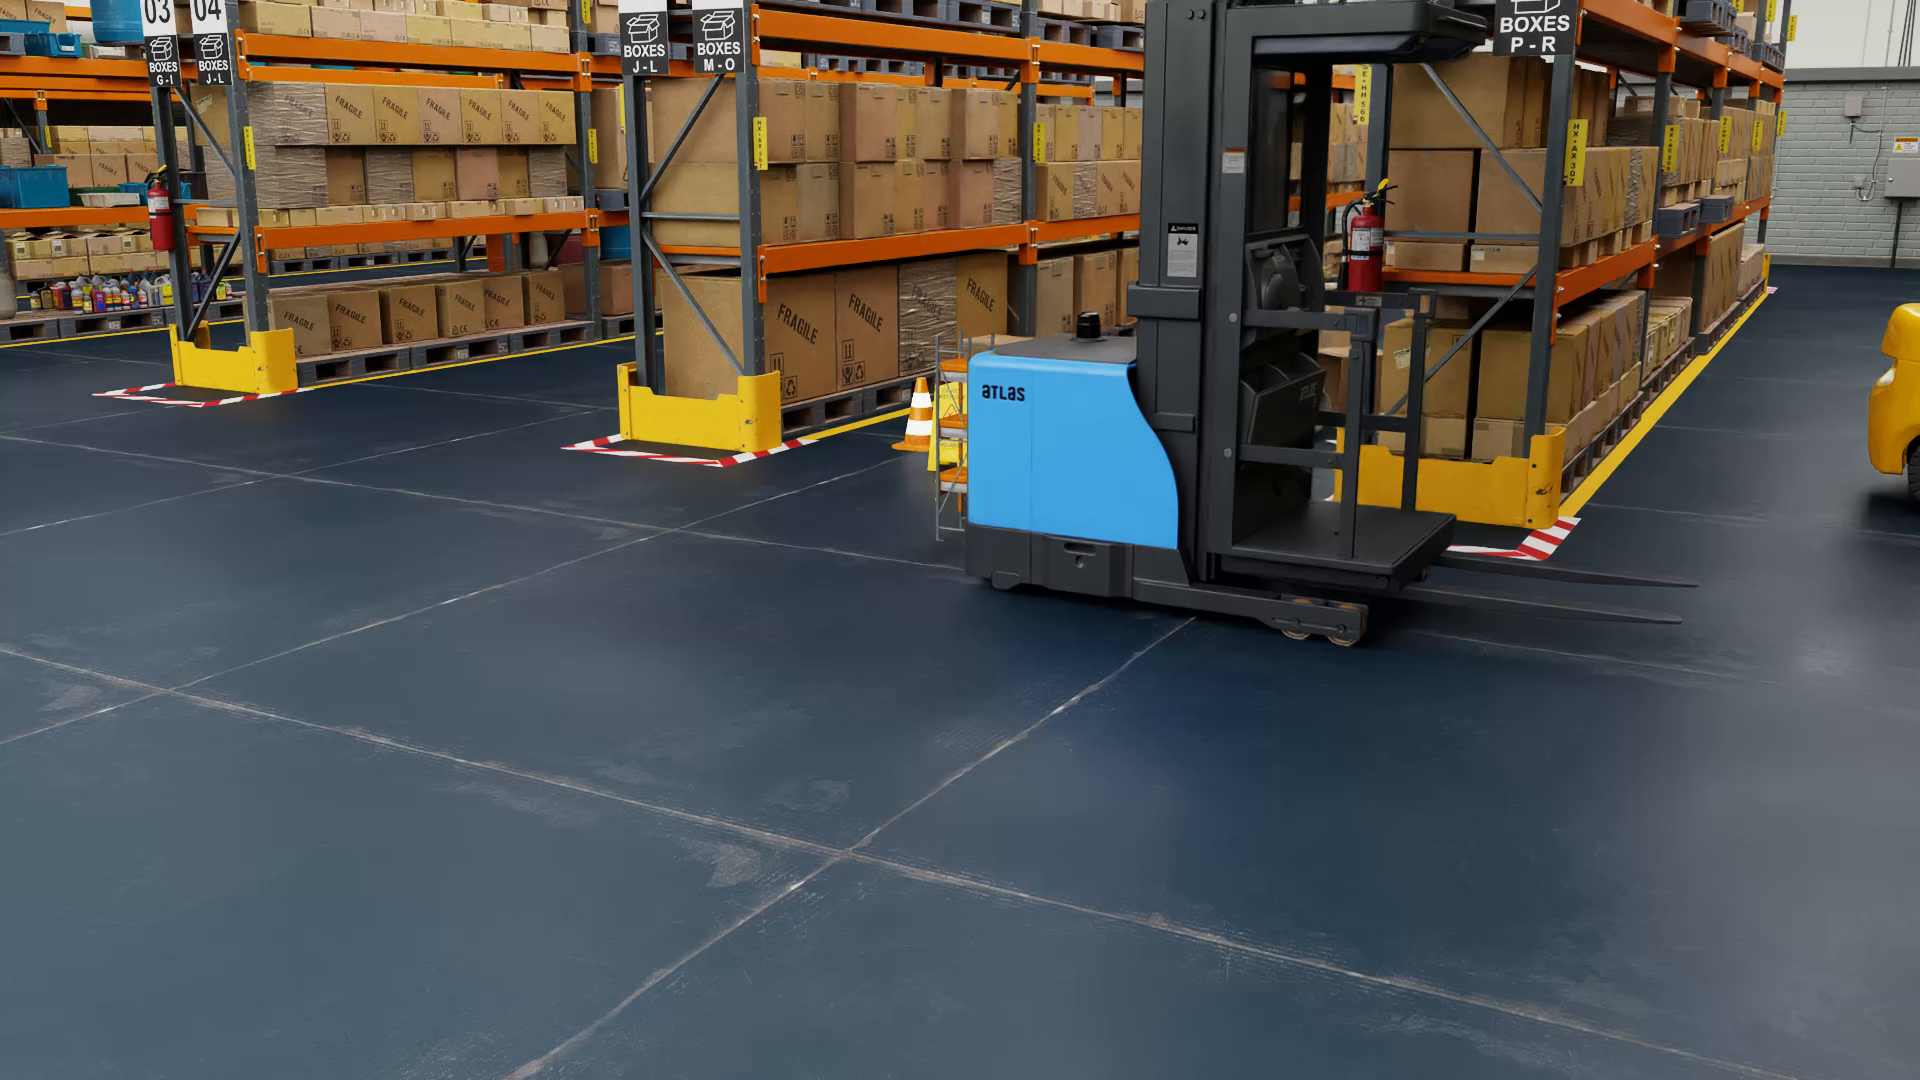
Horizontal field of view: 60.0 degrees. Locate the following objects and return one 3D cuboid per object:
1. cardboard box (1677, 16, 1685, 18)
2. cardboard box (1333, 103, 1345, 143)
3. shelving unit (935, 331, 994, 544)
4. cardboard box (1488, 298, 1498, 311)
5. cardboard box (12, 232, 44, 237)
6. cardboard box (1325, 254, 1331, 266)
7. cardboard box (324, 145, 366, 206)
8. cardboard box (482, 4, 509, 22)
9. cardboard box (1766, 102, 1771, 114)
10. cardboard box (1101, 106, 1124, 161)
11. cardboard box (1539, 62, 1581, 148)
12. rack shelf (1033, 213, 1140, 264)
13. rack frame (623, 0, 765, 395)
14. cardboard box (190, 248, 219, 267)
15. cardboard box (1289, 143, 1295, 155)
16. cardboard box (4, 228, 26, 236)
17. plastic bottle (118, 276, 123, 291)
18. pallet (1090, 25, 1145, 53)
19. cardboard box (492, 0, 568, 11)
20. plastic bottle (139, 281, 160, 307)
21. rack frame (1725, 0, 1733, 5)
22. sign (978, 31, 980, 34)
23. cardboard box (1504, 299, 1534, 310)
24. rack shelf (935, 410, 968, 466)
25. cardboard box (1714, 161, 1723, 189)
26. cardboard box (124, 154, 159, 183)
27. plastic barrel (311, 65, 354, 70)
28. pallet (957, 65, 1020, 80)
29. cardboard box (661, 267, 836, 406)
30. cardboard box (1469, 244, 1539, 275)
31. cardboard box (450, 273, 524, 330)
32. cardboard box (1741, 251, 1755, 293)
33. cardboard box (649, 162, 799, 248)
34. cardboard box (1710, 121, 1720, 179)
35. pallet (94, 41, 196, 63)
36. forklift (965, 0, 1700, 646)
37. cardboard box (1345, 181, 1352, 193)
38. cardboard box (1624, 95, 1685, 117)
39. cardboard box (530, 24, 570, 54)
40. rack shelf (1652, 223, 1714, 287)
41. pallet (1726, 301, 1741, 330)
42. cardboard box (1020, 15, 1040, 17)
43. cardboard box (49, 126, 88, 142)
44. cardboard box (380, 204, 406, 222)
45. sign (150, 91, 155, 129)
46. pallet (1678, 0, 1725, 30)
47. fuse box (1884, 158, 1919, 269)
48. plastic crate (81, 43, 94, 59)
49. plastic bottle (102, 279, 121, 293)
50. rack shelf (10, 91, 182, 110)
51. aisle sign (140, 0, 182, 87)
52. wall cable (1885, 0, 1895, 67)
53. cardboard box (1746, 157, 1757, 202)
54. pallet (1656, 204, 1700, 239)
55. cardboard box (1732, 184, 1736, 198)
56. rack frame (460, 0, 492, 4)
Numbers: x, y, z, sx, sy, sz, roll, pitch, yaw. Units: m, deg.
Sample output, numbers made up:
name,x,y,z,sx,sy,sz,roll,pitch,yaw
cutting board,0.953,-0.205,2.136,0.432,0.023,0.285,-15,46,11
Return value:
name,x,y,z,sx,sy,sz,roll,pitch,yaw
cardboard box,5.781,-4.427,13.876,0.797,0.503,0.637,7,15,28
cardboard box,4.714,-5.448,21.749,0.500,0.500,0.500,7,15,26
shelving unit,0.026,-0.521,8.456,0.215,1.050,0.252,7,15,28
cardboard box,3.157,-1.523,10.436,0.380,0.149,0.250,8,16,30
cardboard box,-12.595,-4.023,22.595,0.500,0.311,0.500,8,16,30
cardboard box,4.763,-3.768,22.313,0.380,0.149,0.250,7,15,25
cardboard box,-5.623,-3.135,14.290,0.875,0.500,0.500,7,15,28
cardboard box,-4.385,-4.851,15.325,0.380,0.149,0.250,7,15,26
cardboard box,10.052,-5.465,21.073,0.380,0.149,0.250,8,16,29
cardboard box,1.149,-3.904,15.981,0.700,0.500,0.500,7,15,27
cardboard box,3.452,-2.708,10.385,0.700,0.500,0.500,7,15,28
rack shelf,1.144,-3.015,16.173,1.077,0.370,4.000,7,15,28
rack frame,-1.756,-2.133,10.983,1.000,3.000,0.127,7,15,28
cardboard box,-11.139,-4.106,24.137,0.500,0.250,0.500,7,15,27
cardboard box,3.893,-4.807,20.443,0.380,0.149,0.250,7,15,26
cardboard box,-15.492,-4.886,26.796,0.700,0.500,0.500,8,16,29
plastic bottle,-9.412,-2.805,18.625,0.061,0.283,0.133,8,16,31
pallet,1.308,-4.773,15.936,1.003,0.211,1.213,8,16,31
cardboard box,-4.110,-5.310,15.844,0.500,0.500,0.500,7,15,26
plastic bottle,-8.841,-2.684,18.141,0.152,0.276,0.135,8,16,29
rack frame,6.493,-6.151,14.848,1.000,3.000,0.127,7,15,28
sign,0.232,-6.981,22.916,0.100,0.325,0.005,7,15,28
cardboard box,3.537,-1.338,11.055,0.500,0.500,0.500,8,16,31
rack shelf,0.026,-0.511,8.459,0.215,0.259,0.240,7,15,28
cardboard box,6.954,-3.481,15.825,0.500,0.250,0.500,7,15,28
cardboard box,-11.649,-5.183,23.419,0.500,0.500,0.500,6,15,25
plastic barrel,-7.763,-6.197,20.369,0.600,0.901,0.708,7,15,28
pallet,0.157,-6.760,23.962,1.003,0.211,1.213,7,15,28
cardboard box,-1.486,-1.451,11.791,0.875,0.875,0.875,7,15,28
cardboard box,2.971,-1.518,8.964,0.380,0.149,0.250,7,15,28
cardboard box,-4.614,-2.330,16.235,0.500,0.500,0.500,-12,18,-41
cardboard box,9.257,-3.314,20.452,0.875,0.438,0.875,7,15,26
cardboard box,-1.616,-2.288,11.302,0.875,0.550,0.550,7,15,28
cardboard box,6.517,-3.507,14.937,0.500,0.500,0.500,7,15,26
pallet,-8.715,-5.305,18.142,1.213,0.211,1.003,7,15,28
forklift,1.563,-1.136,6.992,3.031,2.935,1.130,7,15,28
cardboard box,5.062,-4.770,22.455,0.380,0.149,0.250,8,16,30
cardboard box,5.097,-3.183,12.209,0.380,0.149,0.250,7,15,28
cardboard box,-4.107,-4.799,15.959,0.500,0.250,0.500,8,16,30
rack shelf,5.526,-2.475,13.933,1.077,0.370,4.000,7,15,28
pallet,8.120,-2.533,18.590,1.003,0.211,1.213,7,15,28
cardboard box,0.379,-4.755,14.668,0.500,0.250,0.500,8,15,29
cardboard box,-14.731,-6.678,27.344,0.500,0.250,0.500,8,16,29
cardboard box,-5.104,-2.883,14.627,0.380,0.149,0.250,7,15,28
sign,-6.525,-3.500,13.505,0.100,0.325,0.005,7,15,28
pallet,4.951,-3.896,12.292,1.213,0.211,1.003,7,15,28
fuse box,14.834,-5.141,26.208,0.539,1.711,0.414,7,15,28
plastic crate,-9.452,-5.160,17.590,0.336,0.188,0.450,7,15,28
plastic bottle,-9.360,-2.732,18.337,0.152,0.276,0.135,7,15,28
rack shelf,-14.223,-7.560,28.626,1.077,0.370,4.000,7,15,28
aisle sign,-6.342,-4.001,13.184,0.394,0.787,0.004,7,15,28
wall cable,13.521,-8.906,26.273,2.355,3.000,0.029,7,15,28
cardboard box,8.883,-4.171,19.219,0.500,0.500,0.500,8,16,30
pallet,5.056,-2.461,12.751,1.003,0.211,1.213,7,15,28
cardboard box,7.923,-3.656,17.619,0.500,0.250,0.500,7,15,27
rack frame,-6.518,-7.835,21.833,1.000,3.000,0.127,7,15,28
